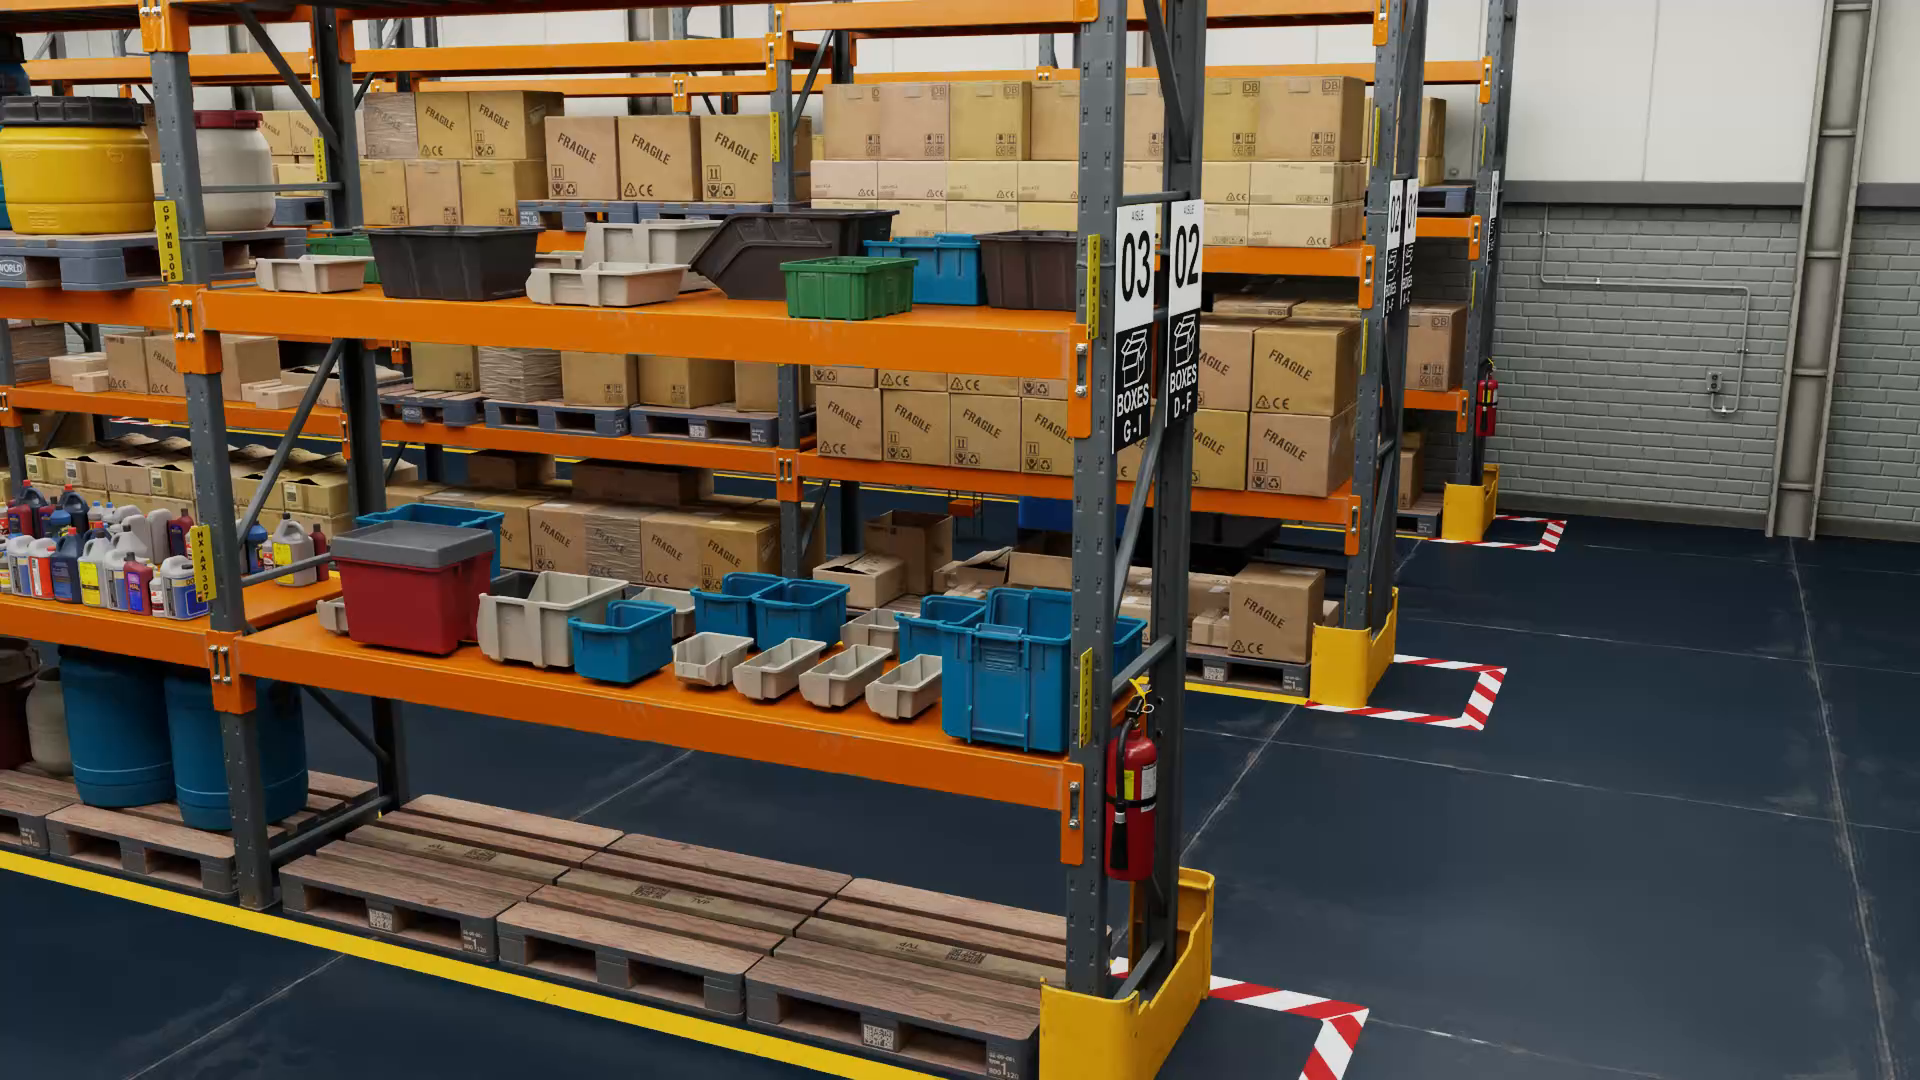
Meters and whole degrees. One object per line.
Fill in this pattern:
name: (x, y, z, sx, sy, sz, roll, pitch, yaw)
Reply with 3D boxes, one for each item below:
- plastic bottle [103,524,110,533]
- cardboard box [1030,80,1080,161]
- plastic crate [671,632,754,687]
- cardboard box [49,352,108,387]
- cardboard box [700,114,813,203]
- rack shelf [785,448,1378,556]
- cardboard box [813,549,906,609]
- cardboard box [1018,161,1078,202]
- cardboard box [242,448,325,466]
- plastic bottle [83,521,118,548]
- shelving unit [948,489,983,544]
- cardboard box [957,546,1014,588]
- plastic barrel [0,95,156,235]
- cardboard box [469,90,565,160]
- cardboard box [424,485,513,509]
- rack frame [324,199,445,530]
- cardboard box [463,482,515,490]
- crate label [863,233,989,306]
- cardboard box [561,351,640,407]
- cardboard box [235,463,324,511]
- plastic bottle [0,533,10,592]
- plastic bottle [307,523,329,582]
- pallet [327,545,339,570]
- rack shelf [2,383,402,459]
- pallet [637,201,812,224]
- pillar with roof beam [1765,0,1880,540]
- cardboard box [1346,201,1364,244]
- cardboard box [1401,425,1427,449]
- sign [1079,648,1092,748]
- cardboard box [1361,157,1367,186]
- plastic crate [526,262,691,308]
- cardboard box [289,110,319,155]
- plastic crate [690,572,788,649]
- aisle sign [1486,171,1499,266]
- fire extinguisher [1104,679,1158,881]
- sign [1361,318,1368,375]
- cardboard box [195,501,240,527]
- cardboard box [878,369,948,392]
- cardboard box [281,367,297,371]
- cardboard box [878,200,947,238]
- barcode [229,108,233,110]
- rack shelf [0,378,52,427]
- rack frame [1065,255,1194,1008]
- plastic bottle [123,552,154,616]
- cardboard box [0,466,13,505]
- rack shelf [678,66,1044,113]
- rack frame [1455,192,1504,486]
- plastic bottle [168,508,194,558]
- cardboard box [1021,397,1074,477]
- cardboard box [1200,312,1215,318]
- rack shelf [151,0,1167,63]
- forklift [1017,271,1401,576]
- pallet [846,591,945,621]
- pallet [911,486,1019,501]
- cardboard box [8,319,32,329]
plastic bottle: (-4.388, 0.018, 8.548, 0.097, 0.201, 0.097, 0, 13, 0)
cardboard box: (0.821, -2.735, 10.871, 0.500, 0.500, 0.700, 6, 14, 23)
plastic crate: (-0.991, 0.480, 6.588, 0.250, 0.136, 0.298, 6, 14, 23)
cardboard box: (-7.864, -1.542, 15.090, 0.500, 0.250, 0.500, 7, 15, 27)
cardboard box: (-1.448, -2.736, 11.924, 0.600, 0.600, 0.600, 4, 14, 18)
rack shelf: (0.811, -0.376, 11.367, 4.000, 0.370, 1.077, 6, 14, 23)
cardboard box: (-0.721, 0.267, 11.972, 0.500, 0.311, 0.500, 6, 14, 23)
cardboard box: (0.694, -2.305, 10.678, 0.500, 0.250, 0.500, 6, 14, 23)
cardboard box: (-5.984, -0.625, 14.724, 0.500, 0.311, 0.500, 5, 14, 22)
plastic bottle: (-4.111, 0.083, 7.944, 0.185, 0.351, 0.144, 6, 14, 23)
shelving unit: (0.049, -0.506, 14.614, 0.252, 1.050, 0.215, 6, 14, 23)
cardboard box: (0.304, 0.246, 12.062, 0.500, 0.311, 0.500, 6, 14, 23)
plastic barrel: (-3.944, -1.676, 7.433, 0.600, 0.588, 0.600, 0, 13, 0)
cardboard box: (-3.346, -3.141, 12.603, 0.500, 0.500, 0.500, 6, 14, 23)
cardboard box: (-3.893, -0.130, 13.251, 0.500, 0.500, 0.500, 5, 14, 21)
rack frame: (-4.675, -1.282, 13.651, 0.127, 3.000, 1.000, 6, 14, 23)
cardboard box: (-3.724, -0.241, 13.726, 0.500, 0.500, 0.500, 6, 15, 25)
crate label: (-0.083, -1.048, 6.414, 0.502, 0.251, 0.408, 6, 14, 23)
cardboard box: (-2.658, -1.315, 12.656, 0.500, 0.500, 0.700, 2, 13, 9)
cardboard box: (-5.731, -0.464, 14.039, 0.500, 0.311, 0.500, 6, 14, 22)
plastic bottle: (-4.649, 0.100, 8.035, 0.135, 0.276, 0.152, 6, 14, 23)
plastic bottle: (-3.190, 0.056, 8.204, 0.133, 0.283, 0.061, 6, 14, 23)
pallet: (-5.412, -0.008, 14.329, 1.213, 0.211, 1.003, 6, 14, 23)
rack shelf: (-6.503, -1.117, 14.522, 4.000, 0.370, 1.077, 6, 14, 23)
pallet: (-1.585, -2.355, 12.072, 1.003, 0.211, 1.213, 6, 14, 23)
pillar with roof beam: (5.718, -3.529, 10.095, 0.400, 9.000, 9.100, 6, 14, 23)
cardboard box: (2.273, -2.029, 10.600, 0.500, 0.250, 0.500, 6, 14, 23)
cardboard box: (4.158, -0.954, 15.386, 0.250, 0.149, 0.380, 6, 14, 24)
sign: (0.422, 0.530, 5.574, 0.005, 0.325, 0.100, 6, 14, 23)
cardboard box: (3.389, -3.277, 14.779, 0.500, 0.250, 0.500, 5, 14, 21)
plastic crate: (-1.360, -0.979, 6.370, 0.530, 0.136, 0.437, 6, 14, 23)
cardboard box: (-7.405, -4.731, 19.332, 0.500, 0.500, 0.500, 7, 15, 26)
plastic crate: (-0.941, 0.304, 7.129, 0.300, 0.233, 0.416, 6, 14, 23)
aisle sign: (4.587, -2.773, 14.315, 0.004, 0.787, 0.394, 6, 14, 23)
fire extinguisher: (0.584, 0.821, 5.676, 0.183, 0.674, 0.296, 6, 14, 23)
sign: (2.397, -1.145, 9.842, 0.005, 0.325, 0.100, 6, 14, 23)
cardboard box: (-6.186, -0.239, 14.308, 0.500, 0.250, 0.500, 6, 15, 25)
cardboard box: (-0.229, -1.297, 11.309, 0.500, 0.500, 0.500, 5, 14, 21)
cardboard box: (-8.218, -1.840, 20.540, 0.500, 0.500, 0.700, 5, 14, 20)
cardboard box: (-0.218, -2.155, 11.135, 0.500, 0.250, 0.500, 6, 14, 23)
barcode: (-9.134, -5.384, 20.845, 0.075, 0.075, 0.001, 6, 14, 23)
rack shelf: (-10.160, -1.487, 16.099, 4.000, 0.370, 1.077, 6, 14, 23)
rack frame: (0.630, 0.493, 6.089, 0.127, 3.000, 1.000, 6, 14, 23)
plastic bottle: (-3.748, 0.199, 7.597, 0.133, 0.283, 0.061, 6, 14, 23)
cardboard box: (-8.844, -0.515, 15.483, 0.500, 0.250, 0.500, 6, 14, 23)
rack shelf: (-0.843, -4.507, 16.716, 4.000, 0.370, 1.077, 6, 14, 23)
rack frame: (4.643, -1.576, 14.907, 0.127, 3.000, 1.000, 6, 14, 23)
plastic bottle: (-4.002, -0.026, 8.554, 0.133, 0.283, 0.061, 6, 14, 23)
cardboard box: (0.730, -0.716, 11.021, 0.500, 0.500, 0.500, 6, 14, 22)
cardboard box: (1.404, -1.267, 11.181, 0.500, 0.500, 0.500, 6, 14, 24)
rack shelf: (-1.199, -2.068, 6.320, 4.000, 0.370, 1.077, 6, 14, 23)
forklift: (2.023, -1.181, 13.373, 3.031, 2.935, 1.130, 7, 15, 27)
pallet: (-0.390, 0.510, 12.120, 1.213, 0.211, 1.003, 6, 14, 23)
pallet: (0.250, -0.645, 17.040, 1.213, 0.211, 1.003, 6, 14, 23)
cardboard box: (-8.667, -1.997, 15.059, 0.250, 0.149, 0.380, 6, 14, 23)
